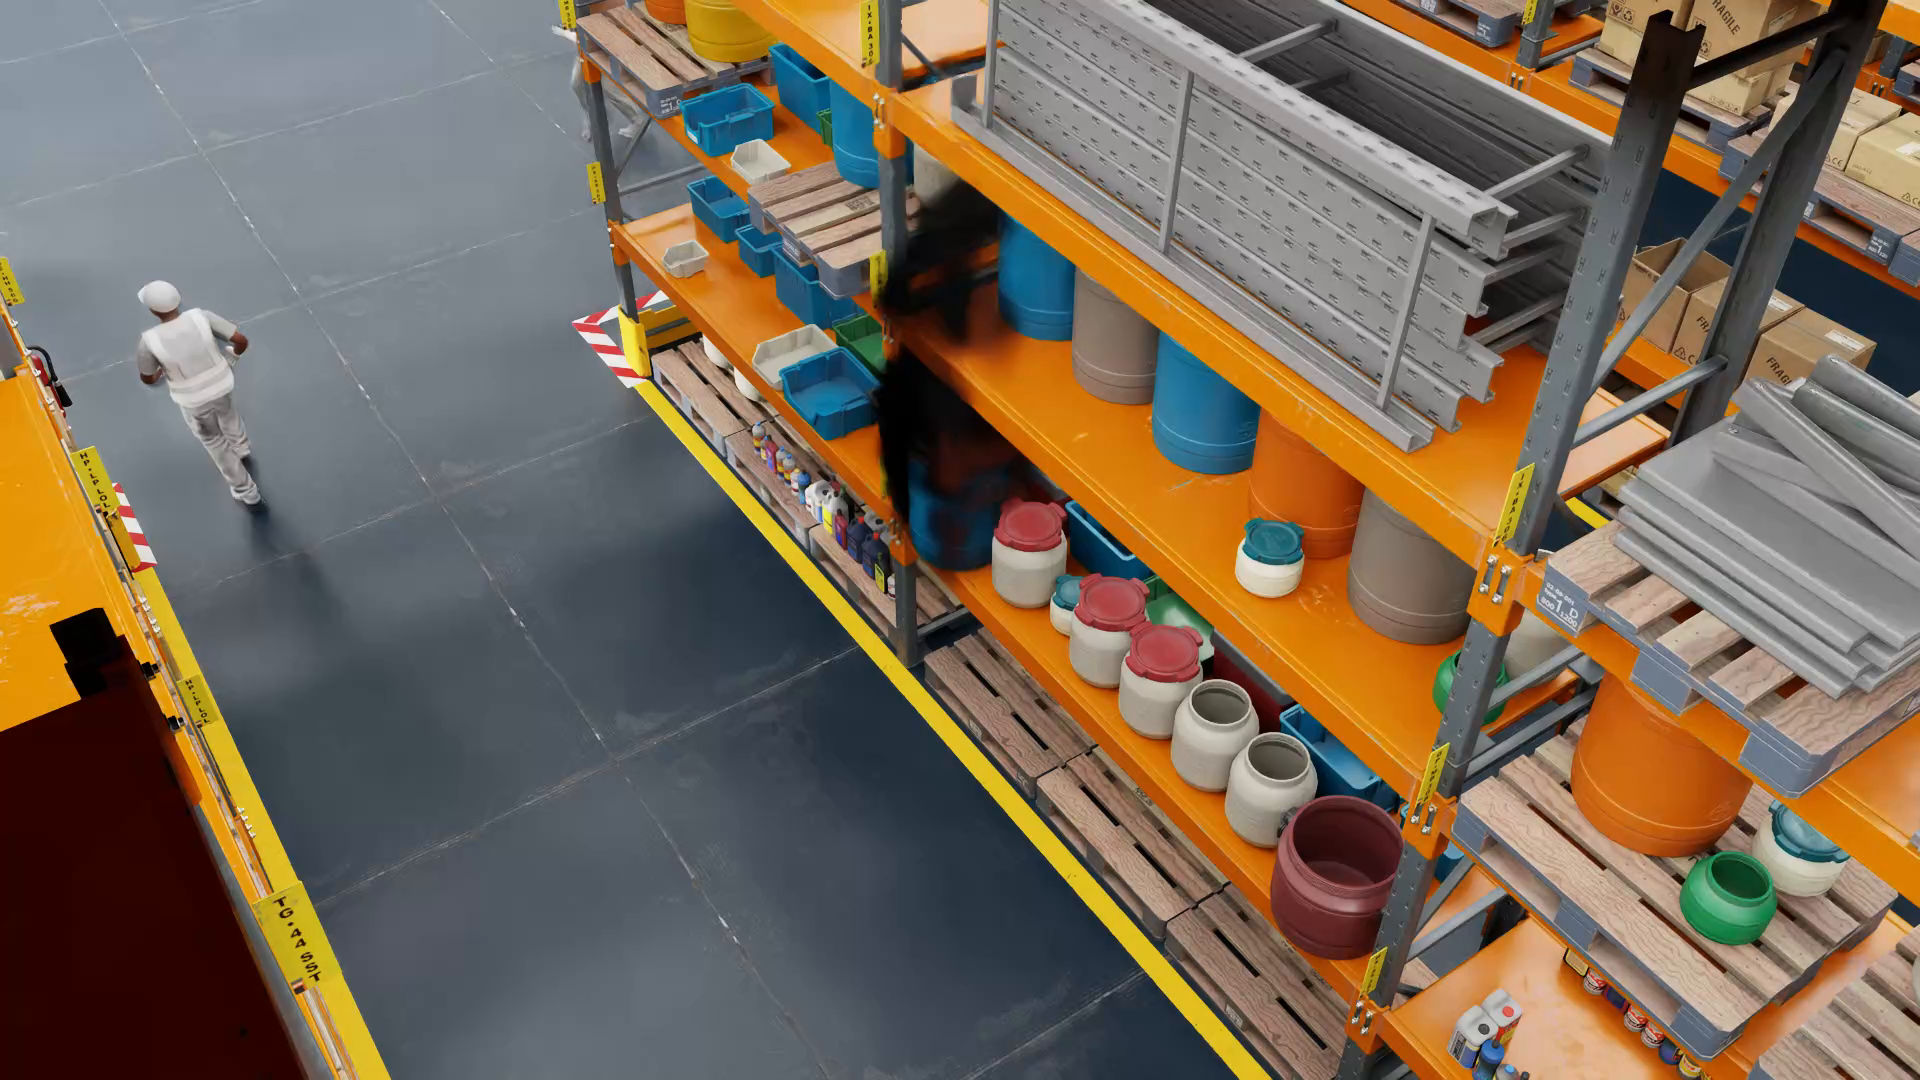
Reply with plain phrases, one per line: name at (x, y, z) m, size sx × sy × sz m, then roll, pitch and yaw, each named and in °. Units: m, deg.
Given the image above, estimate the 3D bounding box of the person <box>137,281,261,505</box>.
person at (-5.280, -1.034, 11.589) m, size 0.691 × 1.816 × 0.725 m, roll -34°, pitch 52°, yaw -31°

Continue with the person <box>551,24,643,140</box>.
person at (-3.354, -4.469, 15.373) m, size 0.740 × 1.749 × 0.578 m, roll -8°, pitch 43°, yaw -8°
